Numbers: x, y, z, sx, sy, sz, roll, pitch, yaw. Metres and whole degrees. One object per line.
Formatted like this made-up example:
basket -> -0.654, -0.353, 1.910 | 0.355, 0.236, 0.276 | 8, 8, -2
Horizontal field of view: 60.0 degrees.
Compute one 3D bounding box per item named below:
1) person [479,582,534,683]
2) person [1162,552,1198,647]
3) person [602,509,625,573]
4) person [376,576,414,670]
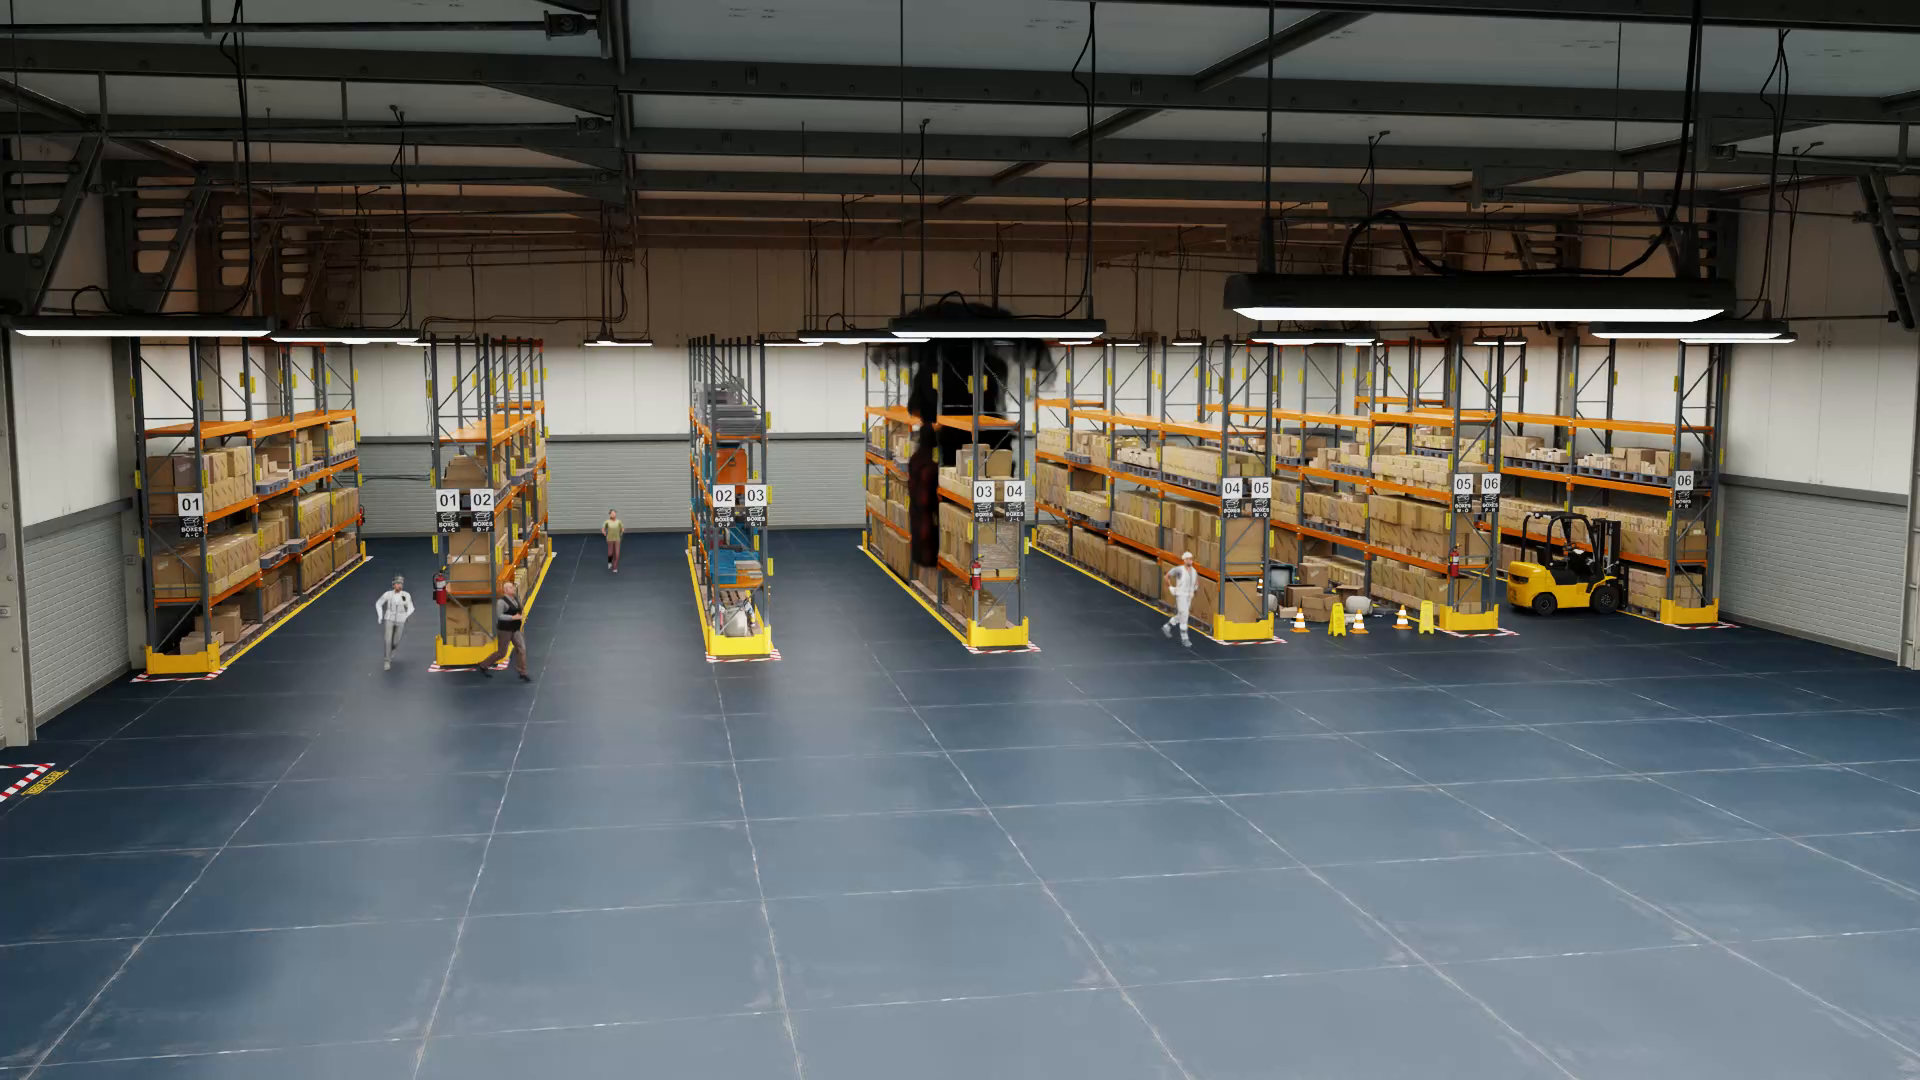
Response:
person -> -7.809, 1.590, 28.666 | 0.966, 1.750, 0.667 | 3, 7, 22
person -> 4.373, 1.129, 32.539 | 0.716, 1.793, 0.939 | -5, 8, -38
person -> -8.902, 0.019, 42.771 | 0.578, 1.618, 0.567 | -2, 7, -18
person -> -10.231, 1.474, 30.143 | 0.657, 1.660, 0.717 | -3, 7, -22
